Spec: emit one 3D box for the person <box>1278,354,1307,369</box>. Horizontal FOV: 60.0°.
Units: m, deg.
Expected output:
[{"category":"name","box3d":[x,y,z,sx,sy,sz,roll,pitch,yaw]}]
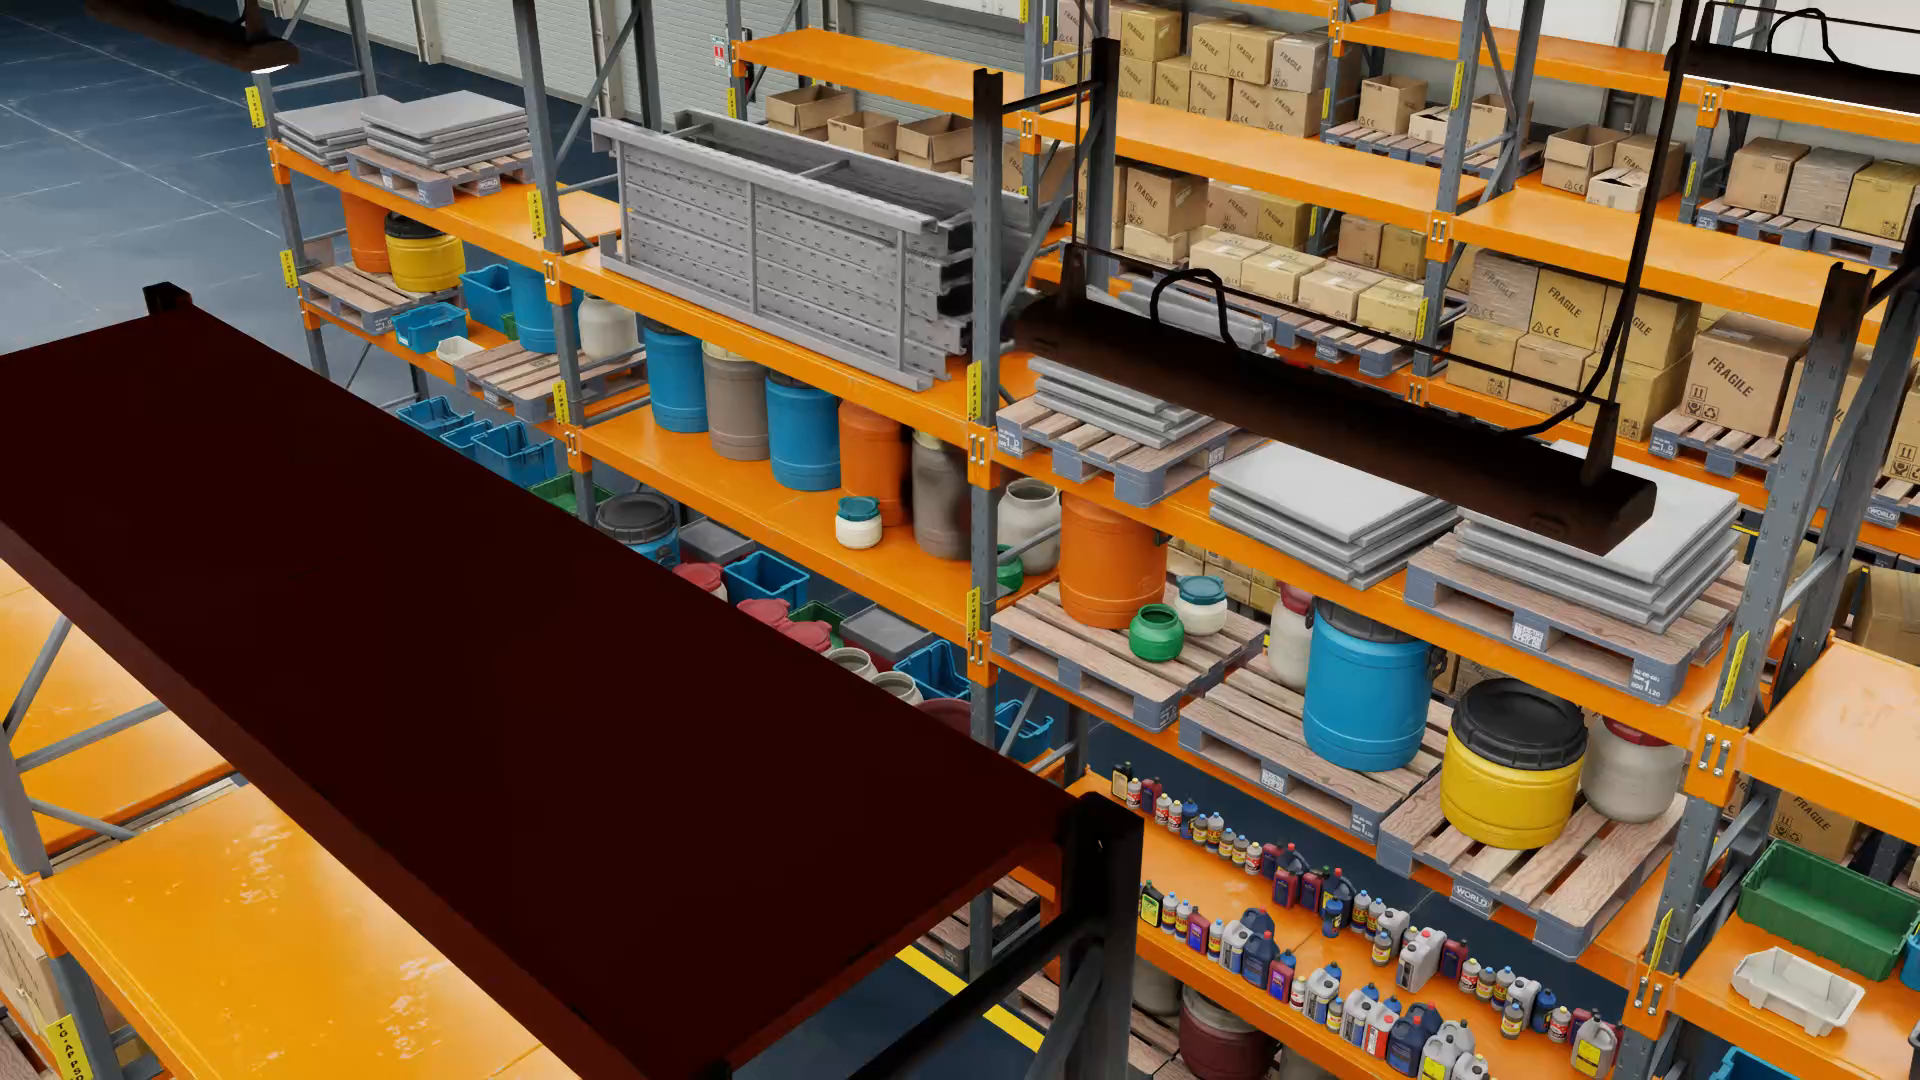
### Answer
[{"category":"person","box3d":[3.277,-1.207,16.683,0.575,1.674,0.713,21,35,32]}]
